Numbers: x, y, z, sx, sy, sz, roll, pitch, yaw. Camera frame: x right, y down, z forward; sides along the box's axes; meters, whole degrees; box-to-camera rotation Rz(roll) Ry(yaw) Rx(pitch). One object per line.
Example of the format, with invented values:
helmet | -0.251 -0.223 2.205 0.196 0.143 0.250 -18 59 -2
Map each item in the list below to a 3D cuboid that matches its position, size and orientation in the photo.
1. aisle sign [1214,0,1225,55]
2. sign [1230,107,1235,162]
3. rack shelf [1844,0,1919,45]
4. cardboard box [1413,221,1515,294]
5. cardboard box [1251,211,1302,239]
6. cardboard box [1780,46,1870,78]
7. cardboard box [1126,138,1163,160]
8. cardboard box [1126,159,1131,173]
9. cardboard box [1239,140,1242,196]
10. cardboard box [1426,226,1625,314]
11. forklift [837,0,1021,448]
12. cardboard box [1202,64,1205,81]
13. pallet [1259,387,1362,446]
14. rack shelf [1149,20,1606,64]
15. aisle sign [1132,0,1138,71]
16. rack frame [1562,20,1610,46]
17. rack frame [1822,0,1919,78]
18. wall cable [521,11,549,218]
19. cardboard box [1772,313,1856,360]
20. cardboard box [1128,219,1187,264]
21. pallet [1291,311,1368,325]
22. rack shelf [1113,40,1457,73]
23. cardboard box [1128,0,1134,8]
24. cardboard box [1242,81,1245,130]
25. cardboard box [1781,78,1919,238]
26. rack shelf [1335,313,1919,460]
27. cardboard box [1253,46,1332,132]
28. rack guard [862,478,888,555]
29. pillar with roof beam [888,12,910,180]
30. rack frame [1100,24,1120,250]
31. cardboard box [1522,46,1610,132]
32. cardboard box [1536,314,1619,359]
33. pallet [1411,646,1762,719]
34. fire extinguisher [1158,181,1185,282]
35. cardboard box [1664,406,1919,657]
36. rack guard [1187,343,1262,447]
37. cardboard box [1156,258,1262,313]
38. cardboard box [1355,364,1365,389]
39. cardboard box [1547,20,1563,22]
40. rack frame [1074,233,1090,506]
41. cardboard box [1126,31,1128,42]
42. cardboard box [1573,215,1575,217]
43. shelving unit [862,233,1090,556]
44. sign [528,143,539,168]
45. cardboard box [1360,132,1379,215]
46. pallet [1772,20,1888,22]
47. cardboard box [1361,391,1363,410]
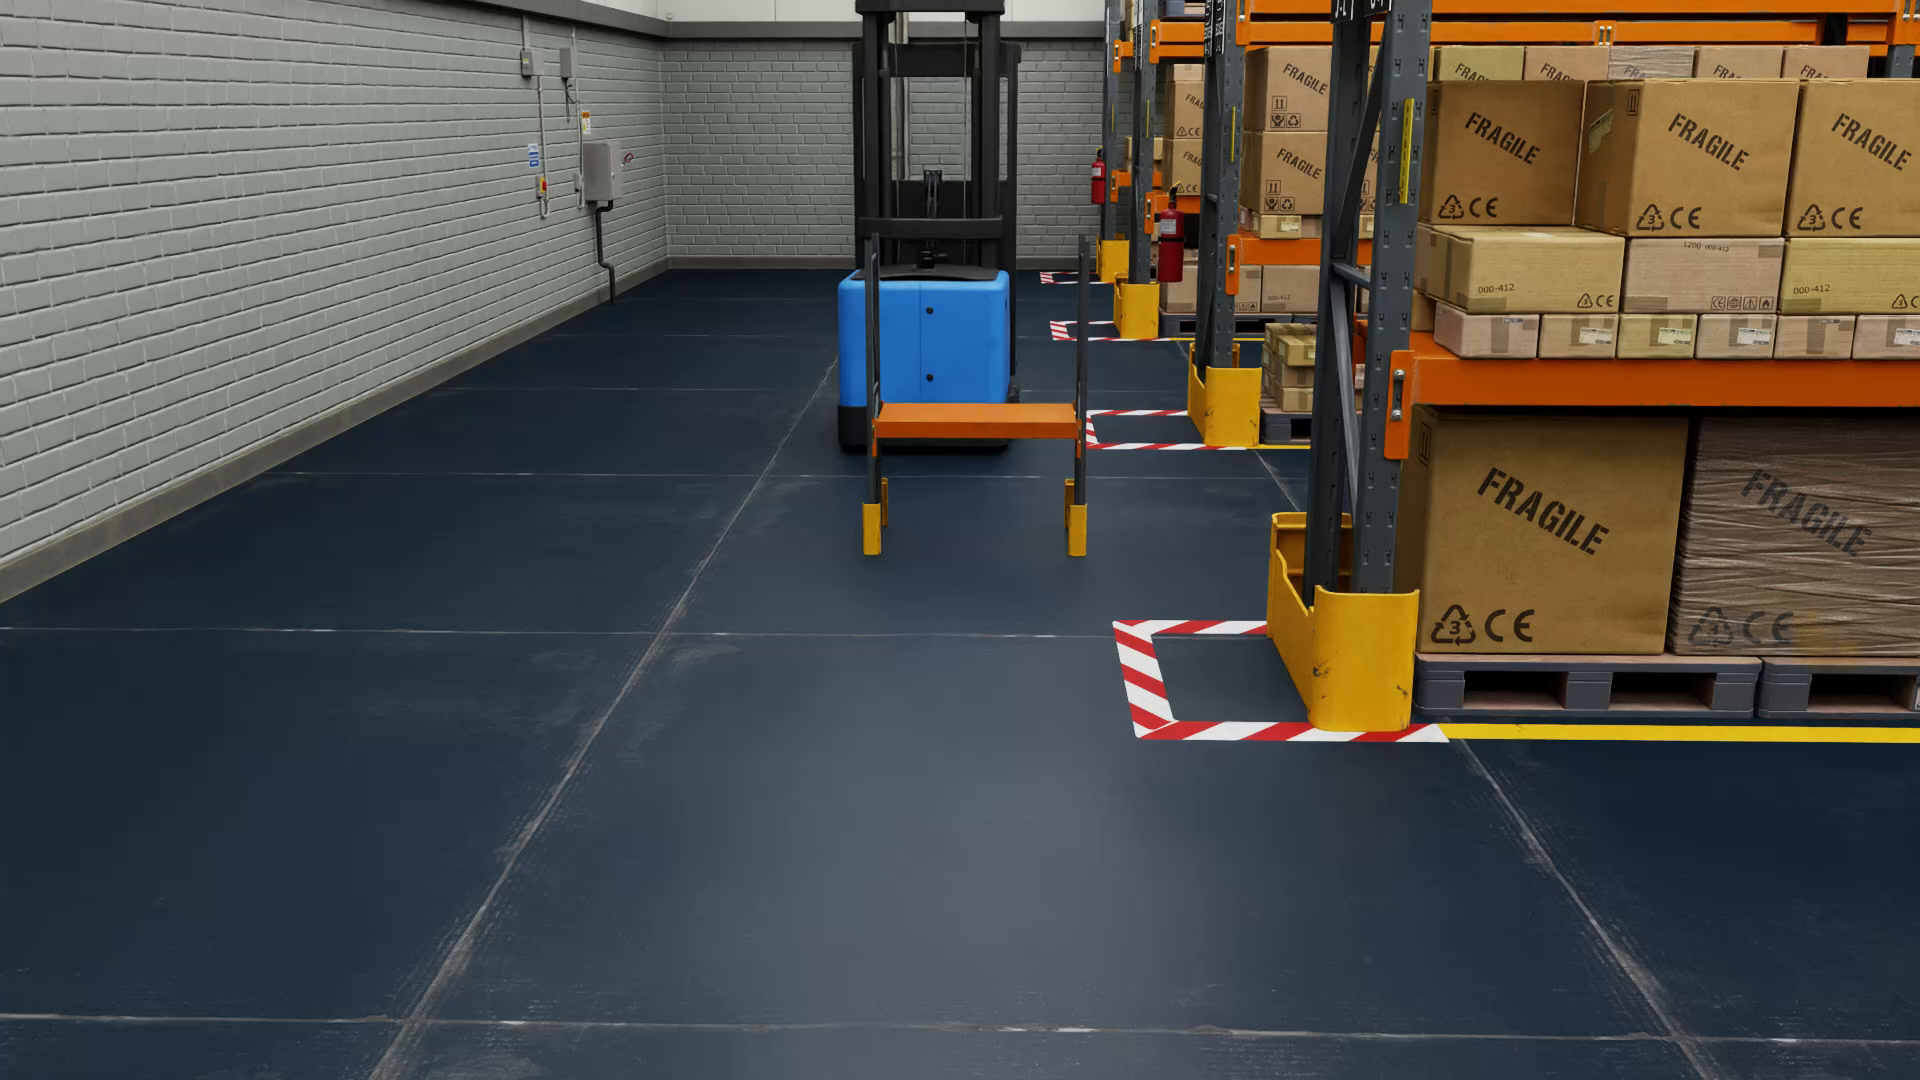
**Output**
aisle sign | 1.595 -3.375 10.155 0.004 0.787 0.394 0 15 1
sign | 1.662 -2.474 10.140 0.005 0.325 0.100 0 15 1
rack shelf | 7.674 -3.257 10.336 4.000 0.370 1.077 0 15 1
cardboard box | 1.939 -1.065 6.209 0.500 0.250 0.500 0 15 1
cardboard box | 1.991 -1.987 10.482 0.250 0.149 0.380 0 15 1
cardboard box | 5.198 -2.777 10.248 0.500 0.500 0.500 0 15 -1
cardboard box | 2.271 -4.722 20.069 0.500 0.250 0.500 0 15 2
cardboard box | 2.146 -4.529 20.119 0.250 0.149 0.380 0 15 1
cardboard box | 2.680 -3.433 15.274 0.500 0.500 0.500 0 15 1
cardboard box | 1.921 -0.929 5.691 0.500 0.250 0.500 0 15 0
forklift | -0.147 -2.312 11.357 1.130 2.935 3.031 1 15 3
cardboard box | 2.313 -4.246 15.125 0.250 0.149 0.380 1 15 3
pallet | 2.563 -0.831 11.074 1.213 0.211 1.003 0 15 1
rack shelf | 3.701 -4.546 15.222 4.000 0.370 1.077 0 15 1
aisle sign | 1.637 -4.793 15.532 0.004 0.787 0.394 0 15 1
rack frame | 5.700 -3.431 15.463 0.127 3.000 1.000 0 15 1
rack frame | 5.675 -2.168 10.676 0.127 3.000 1.000 0 15 1
wall cable | -3.936 -3.994 15.545 0.123 1.953 0.585 0 15 1
cardboard box | 2.822 -0.715 5.664 0.250 0.149 0.380 0 15 0
cardboard box | 2.433 -3.690 20.518 0.637 0.503 0.797 0 15 -1
pallet | 3.719 -2.114 15.941 1.213 0.211 1.003 0 15 1
rack shelf | 3.824 -5.812 20.020 4.000 0.370 1.077 0 15 1
cardboard box | 2.261 -6.419 19.641 0.500 0.250 0.500 0 15 1
cardboard box | 2.691 -3.911 15.128 0.500 0.500 0.500 0 15 0
cardboard box | 2.939 -1.286 5.576 0.500 0.500 0.500 0 15 0
rack shelf | 3.447 -0.569 6.025 4.000 0.370 1.077 0 15 1
cardboard box | 2.118 -2.799 10.329 0.500 0.500 0.500 0 15 1
rack guard | -0.422 -0.124 8.318 0.087 0.250 0.587 0 15 1
pillar with roof beam | -0.958 -6.773 16.371 0.400 9.000 9.100 0 15 1
rack frame | 1.824 -4.723 20.360 0.127 3.000 1.000 0 15 1
cardboard box | 3.651 -2.786 10.279 0.500 0.500 0.500 0 15 0
cardboard box | 2.051 -0.720 5.682 0.250 0.149 0.380 0 15 1
pallet | 2.249 0.404 6.395 1.213 0.211 1.003 0 15 1
fire extinguisher | 1.436 -2.095 11.284 0.183 0.674 0.296 0 15 1
cardboard box | 3.000 -0.115 6.239 0.875 0.875 0.875 0 15 1
rack guard | 1.752 -0.985 11.092 0.348 0.500 1.175 0 15 1
cardboard box | 2.364 -2.442 15.916 0.875 0.438 0.875 0 15 0
cardboard box | 2.465 -1.077 10.724 0.250 0.149 0.380 0 15 1
cardboard box | 7.167 -6.300 19.932 0.250 0.149 0.380 0 15 0
rack frame | 0.593 -0.721 8.134 0.032 1.500 0.500 0 15 1
cardboard box | 2.150 -6.108 20.225 0.250 0.149 0.380 1 15 3
cardboard box | 3.818 -1.980 10.458 0.250 0.149 0.380 1 15 3
shelving unit | 0.076 -0.725 8.147 1.083 1.500 0.587 0 15 1
sign | -3.999 -3.606 15.599 0.001 0.218 0.327 0 15 1
cardboard box | 2.653 -2.315 10.457 0.500 0.500 0.500 0 15 2
pallet | 7.936 -4.761 14.995 1.213 0.211 1.003 1 15 4
cardboard box | 2.704 -0.953 10.836 0.250 0.149 0.380 1 15 2
